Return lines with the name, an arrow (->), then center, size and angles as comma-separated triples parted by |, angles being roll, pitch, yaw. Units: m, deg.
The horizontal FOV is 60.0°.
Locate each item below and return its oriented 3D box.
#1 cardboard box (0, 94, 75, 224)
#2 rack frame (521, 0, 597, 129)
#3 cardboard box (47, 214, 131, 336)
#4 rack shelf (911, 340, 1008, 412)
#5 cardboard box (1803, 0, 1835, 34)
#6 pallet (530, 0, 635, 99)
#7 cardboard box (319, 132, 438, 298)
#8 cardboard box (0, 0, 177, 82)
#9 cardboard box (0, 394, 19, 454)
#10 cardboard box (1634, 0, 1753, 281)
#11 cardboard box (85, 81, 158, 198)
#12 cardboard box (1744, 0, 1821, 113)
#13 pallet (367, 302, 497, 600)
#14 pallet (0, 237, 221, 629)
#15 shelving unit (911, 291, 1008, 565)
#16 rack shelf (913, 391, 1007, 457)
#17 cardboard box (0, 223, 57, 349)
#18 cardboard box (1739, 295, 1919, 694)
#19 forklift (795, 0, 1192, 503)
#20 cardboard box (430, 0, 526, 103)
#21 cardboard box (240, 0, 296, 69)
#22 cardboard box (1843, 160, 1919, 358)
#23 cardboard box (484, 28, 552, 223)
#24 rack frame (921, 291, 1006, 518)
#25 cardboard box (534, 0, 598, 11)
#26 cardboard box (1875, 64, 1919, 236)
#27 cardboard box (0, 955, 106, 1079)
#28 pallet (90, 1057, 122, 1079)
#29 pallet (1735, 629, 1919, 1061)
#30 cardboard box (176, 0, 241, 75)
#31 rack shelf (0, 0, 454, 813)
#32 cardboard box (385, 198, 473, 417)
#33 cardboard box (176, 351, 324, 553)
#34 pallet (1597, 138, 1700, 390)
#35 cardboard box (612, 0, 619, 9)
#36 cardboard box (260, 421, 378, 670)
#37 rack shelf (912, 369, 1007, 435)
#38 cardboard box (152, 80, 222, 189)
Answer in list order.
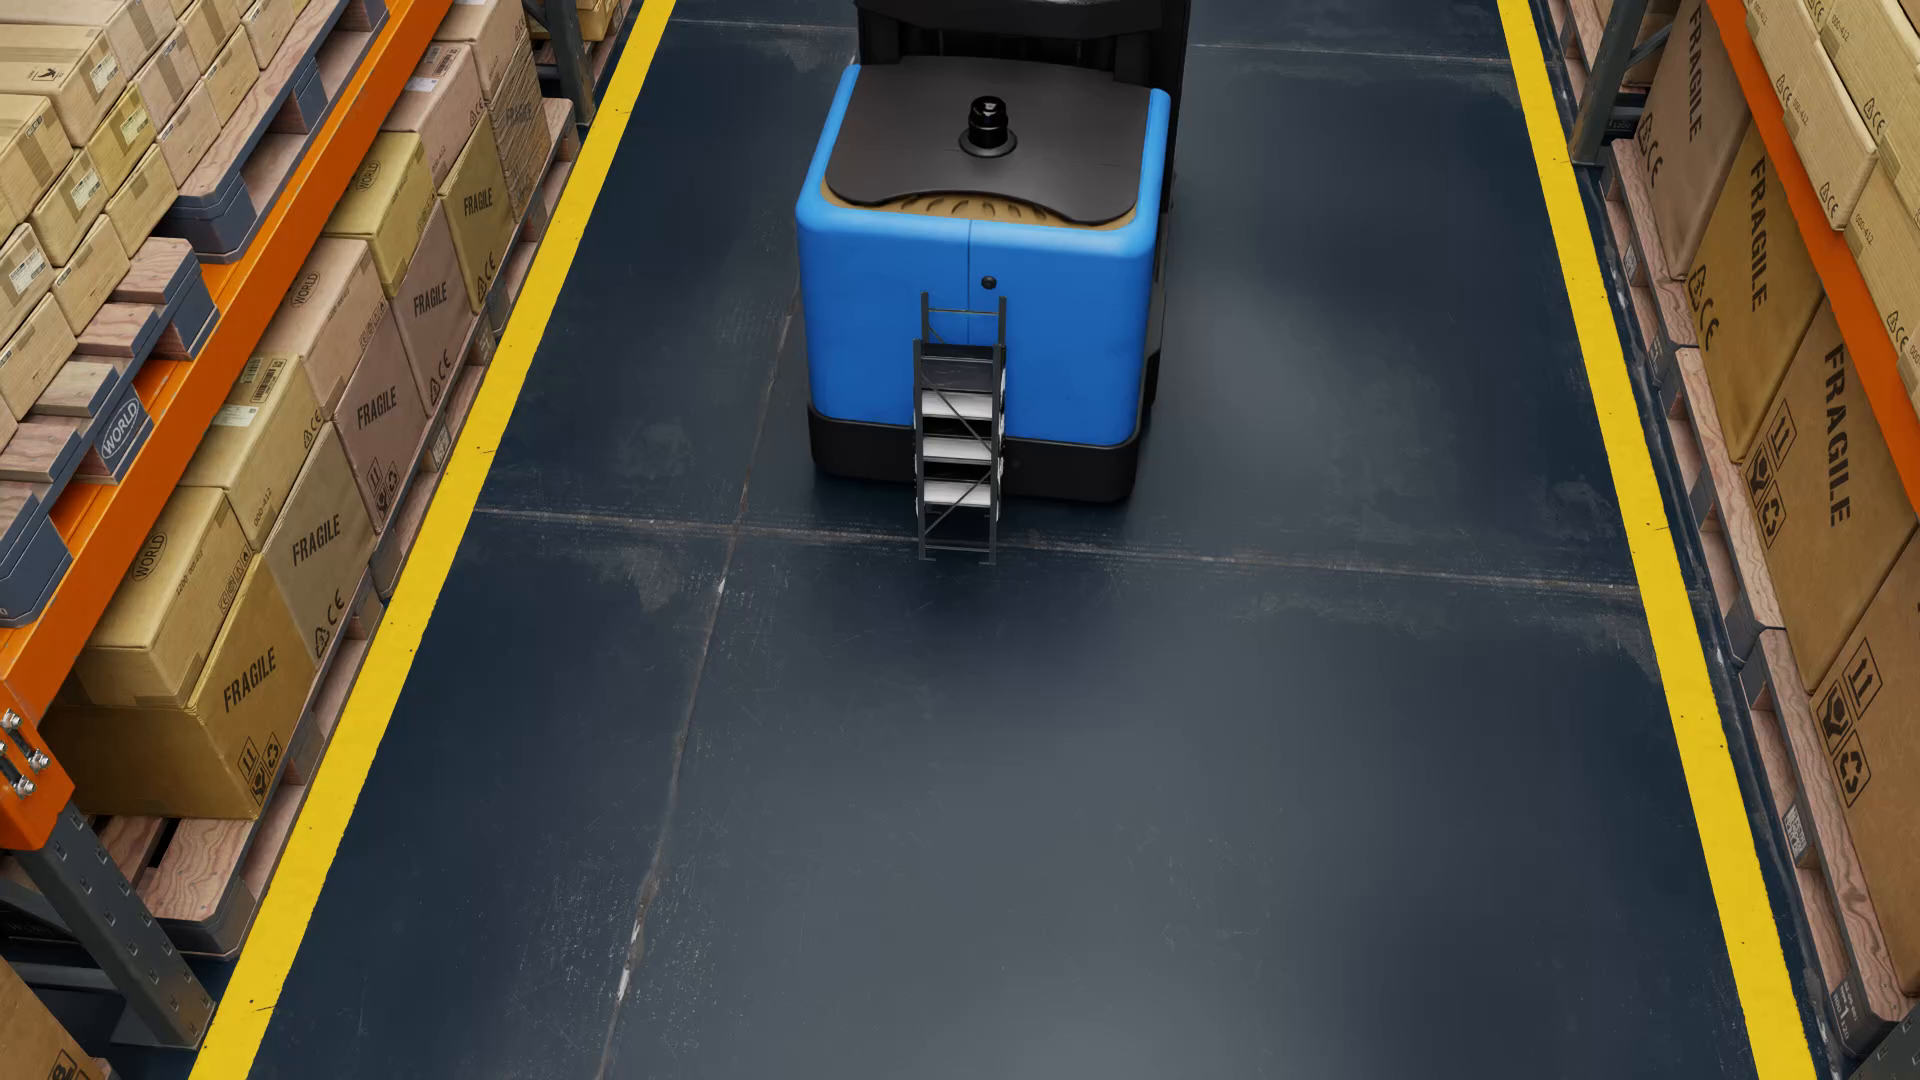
cardboard box -> -2.085, -0.793, 3.425 | 0.380, 0.149, 0.250 | 4, 48, 3
rack frame -> -2.005, -2.770, 5.751 | 1.000, 3.000, 0.127 | 4, 48, 4
cardboard box -> -2.079, -0.598, 3.650 | 0.380, 0.149, 0.250 | 6, 48, 5
rack shelf -> 0.001, -0.469, 4.749 | 0.258, 0.077, 0.200 | 4, 48, 4
cardboard box -> 2.521, -1.571, 4.417 | 0.500, 0.250, 0.500 | 4, 48, 4
pallet -> -1.979, -2.325, 7.233 | 1.003, 0.211, 1.213 | 4, 48, 4
cardboard box -> -1.915, -0.991, 5.025 | 0.500, 0.250, 0.500 | 2, 48, 2
cardboard box -> -2.038, -1.186, 3.785 | 0.380, 0.149, 0.250 | 6, 48, 5
cardboard box -> -2.127, -0.203, 3.289 | 0.380, 0.149, 0.250 | 3, 48, 3
cardboard box -> 2.957, -1.475, 5.722 | 0.875, 0.875, 0.875 | 5, 48, 5
cardboard box -> -2.059, -0.911, 3.735 | 0.380, 0.149, 0.250 | 4, 48, 4
cardboard box -> 2.523, -1.399, 4.599 | 0.500, 0.250, 0.500 | 4, 48, 3
pallet -> -2.183, -0.358, 5.434 | 1.003, 0.211, 1.213 | 4, 48, 4
pallet -> -2.410, -0.297, 3.619 | 1.213, 0.211, 1.003 | 4, 48, 4
shelving unit -> 0.001, -0.310, 4.923 | 0.258, 0.900, 0.210 | 4, 48, 4
rack shelf -> 0.001, -0.348, 4.882 | 0.258, 0.077, 0.200 | 4, 48, 4
cardboard box -> -2.102, -0.529, 3.385 | 0.380, 0.149, 0.250 | 6, 48, 5
cardboard box -> 2.801, -0.154, 4.513 | 0.875, 0.875, 0.875 | 4, 48, 4
forklift -> 0.243, -2.209, 5.284 | 1.130, 2.935, 3.031 | 6, 48, 6
cardboard box -> -1.821, -1.757, 5.725 | 0.500, 0.250, 0.500 | 3, 48, 2
cardboard box -> -1.983, -1.369, 4.355 | 0.380, 0.149, 0.250 | 2, 48, 2
cardboard box -> 2.450, -0.656, 3.919 | 0.500, 0.250, 0.500 | 3, 48, 3
cardboard box -> -1.821, -1.507, 6.005 | 0.500, 0.500, 0.500 | 3, 48, 3
rack frame -> 0.010, -0.384, 4.992 | 0.240, 0.900, 0.006 | 4, 48, 4
cardboard box -> -1.653, -2.295, 6.762 | 0.380, 0.149, 0.250 | 6, 48, 5
cardboard box -> 2.430, -0.818, 3.728 | 0.500, 0.250, 0.500 | 3, 48, 3
cardboard box -> -2.514, 1.228, 3.334 | 1.050, 0.750, 0.750 | 3, 48, 3
pallet -> -2.516, 1.685, 3.566 | 1.003, 0.211, 1.213 | 4, 48, 4
pallet -> 2.716, 0.795, 4.380 | 1.003, 0.211, 1.213 | 4, 48, 4
cardboard box -> -2.009, -1.276, 4.069 | 0.380, 0.149, 0.250 | 3, 48, 3
rack shelf -> -2.187, -1.058, 4.672 | 1.077, 0.370, 4.000 | 4, 48, 4
cardboard box -> -1.919, -0.754, 5.316 | 0.500, 0.500, 0.500 | 3, 48, 3
cardboard box -> -2.019, -0.245, 4.343 | 0.500, 0.250, 0.500 | 3, 48, 3
pallet -> 2.939, -0.998, 6.020 | 1.003, 0.211, 1.213 | 4, 48, 4
cardboard box -> -1.627, -2.391, 7.052 | 0.380, 0.149, 0.250 | 5, 48, 5
cardboard box -> -2.008, -0.001, 4.628 | 0.500, 0.500, 0.500 | 4, 48, 4
rack shelf -> 0.001, -0.409, 4.815 | 0.258, 0.077, 0.200 | 4, 48, 4
cardboard box -> -2.034, -0.993, 4.011 | 0.380, 0.149, 0.250 | 5, 48, 5
